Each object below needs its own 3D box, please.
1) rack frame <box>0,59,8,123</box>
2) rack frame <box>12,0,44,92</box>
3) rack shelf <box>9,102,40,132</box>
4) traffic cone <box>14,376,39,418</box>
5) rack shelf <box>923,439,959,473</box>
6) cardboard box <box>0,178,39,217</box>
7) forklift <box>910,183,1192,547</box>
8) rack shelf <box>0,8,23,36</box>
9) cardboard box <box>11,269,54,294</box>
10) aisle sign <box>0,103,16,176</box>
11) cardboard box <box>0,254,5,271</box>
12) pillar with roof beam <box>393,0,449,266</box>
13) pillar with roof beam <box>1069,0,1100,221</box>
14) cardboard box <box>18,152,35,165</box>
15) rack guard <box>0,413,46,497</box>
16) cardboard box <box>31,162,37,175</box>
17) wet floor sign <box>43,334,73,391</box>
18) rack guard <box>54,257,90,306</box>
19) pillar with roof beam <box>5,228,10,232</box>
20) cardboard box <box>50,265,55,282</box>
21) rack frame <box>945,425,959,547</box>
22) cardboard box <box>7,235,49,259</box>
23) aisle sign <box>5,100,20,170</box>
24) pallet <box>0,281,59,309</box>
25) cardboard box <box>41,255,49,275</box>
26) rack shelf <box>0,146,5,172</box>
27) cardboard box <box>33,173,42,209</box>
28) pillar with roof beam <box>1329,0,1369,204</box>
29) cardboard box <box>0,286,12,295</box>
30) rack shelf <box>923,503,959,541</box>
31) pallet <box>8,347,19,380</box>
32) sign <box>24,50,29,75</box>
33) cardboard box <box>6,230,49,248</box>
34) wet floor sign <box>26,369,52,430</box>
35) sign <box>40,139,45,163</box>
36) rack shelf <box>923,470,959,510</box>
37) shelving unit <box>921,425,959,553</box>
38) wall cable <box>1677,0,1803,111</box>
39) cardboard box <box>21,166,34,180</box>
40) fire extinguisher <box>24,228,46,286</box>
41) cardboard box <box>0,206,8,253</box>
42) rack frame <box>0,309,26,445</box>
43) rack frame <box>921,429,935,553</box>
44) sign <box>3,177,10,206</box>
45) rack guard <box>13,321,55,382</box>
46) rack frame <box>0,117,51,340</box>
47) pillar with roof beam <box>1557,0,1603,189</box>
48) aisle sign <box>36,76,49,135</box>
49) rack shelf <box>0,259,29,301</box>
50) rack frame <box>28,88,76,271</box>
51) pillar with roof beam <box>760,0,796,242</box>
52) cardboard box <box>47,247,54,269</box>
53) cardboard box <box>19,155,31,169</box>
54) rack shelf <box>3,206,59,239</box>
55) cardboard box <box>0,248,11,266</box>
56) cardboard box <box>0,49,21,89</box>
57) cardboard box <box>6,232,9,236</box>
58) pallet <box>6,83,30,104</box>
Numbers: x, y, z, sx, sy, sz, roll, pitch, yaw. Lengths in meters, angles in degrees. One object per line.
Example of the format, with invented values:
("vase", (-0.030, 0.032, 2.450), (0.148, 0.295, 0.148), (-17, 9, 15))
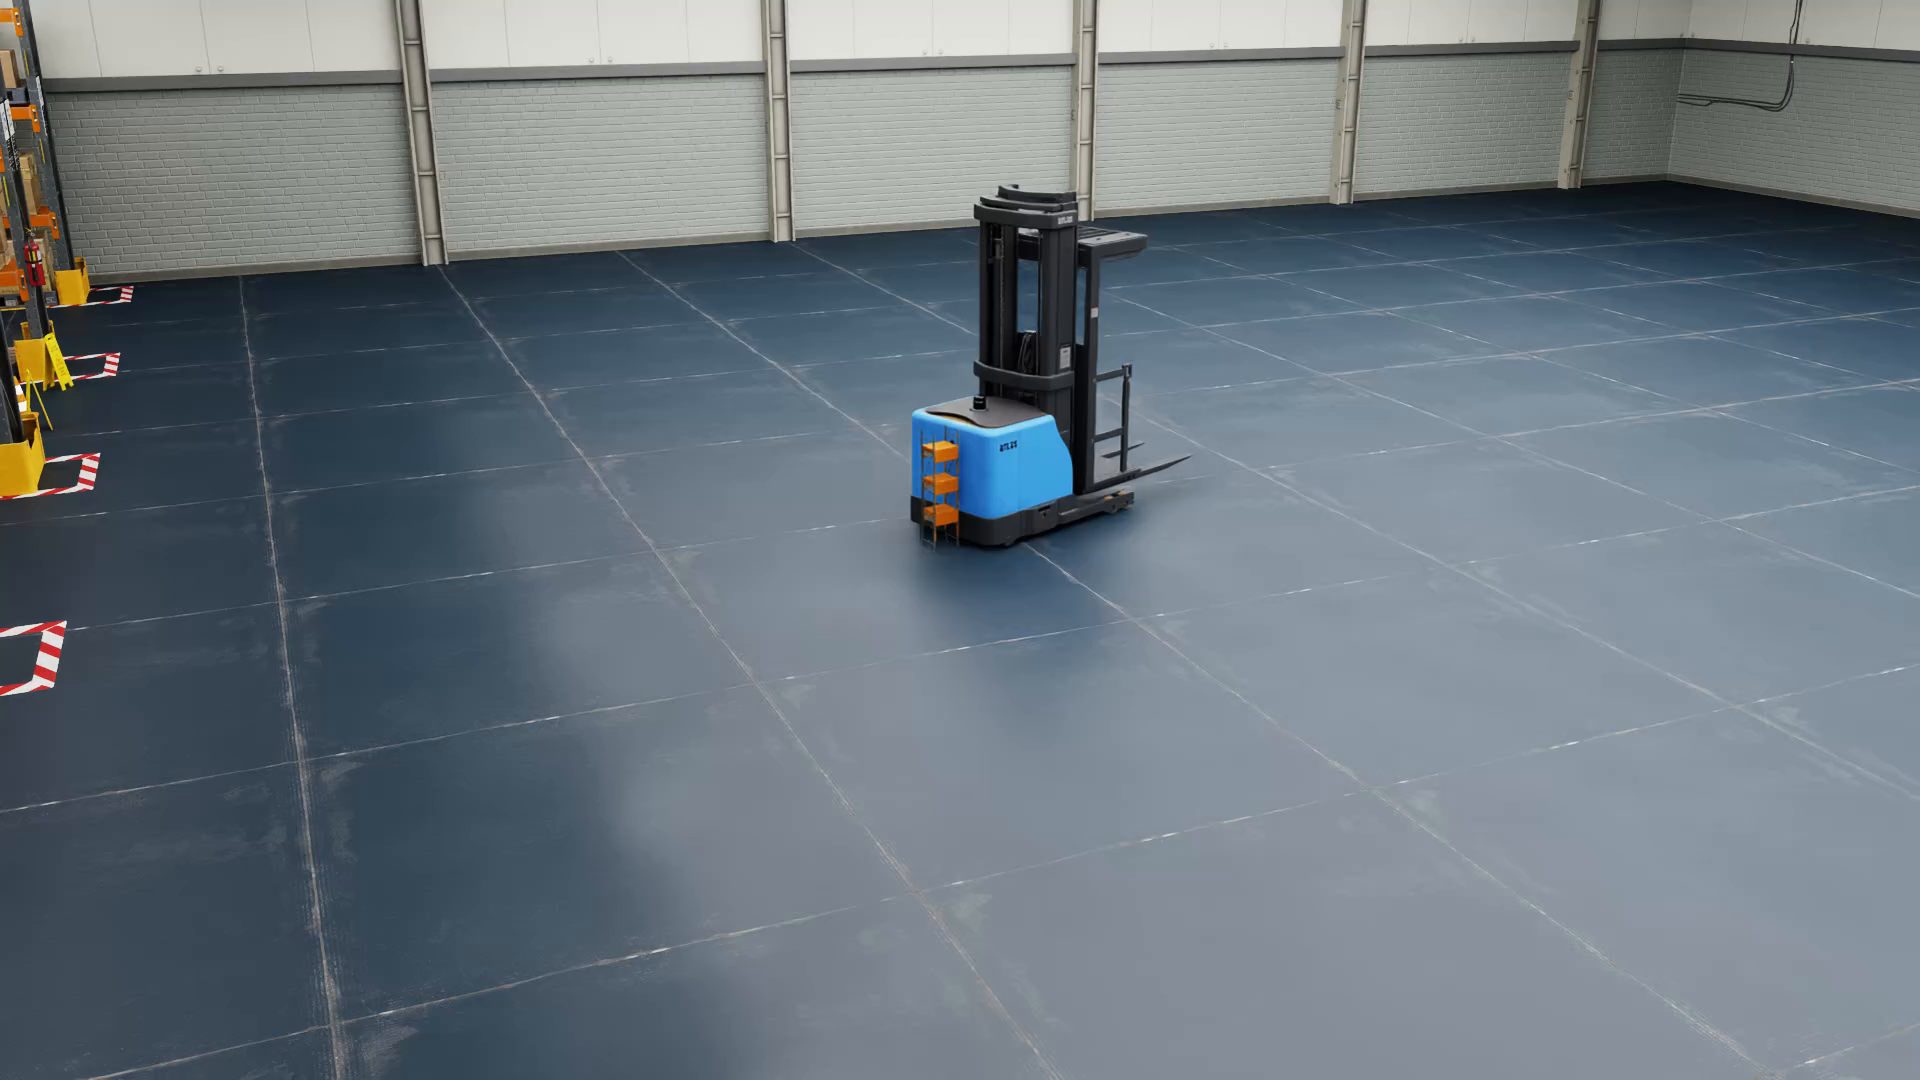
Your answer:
("rack frame", (-11.231, -6.337, 18.970), (0.127, 3.000, 1.000), (-8, 21, -22))
("rack frame", (-13.200, -7.850, 23.267), (0.127, 3.000, 1.000), (-8, 21, -22))
("rack shelf", (-15.037, -5.833, 23.138), (4.000, 0.370, 1.077), (-8, 21, -22))
("traffic cone", (-10.363, -1.567, 18.275), (0.334, 0.463, 0.336), (-8, 21, -22))
("rack shelf", (-0.170, -0.693, 14.086), (0.240, 0.259, 0.215), (-13, 23, -33))
("cardboard box", (-13.548, -4.923, 23.836), (0.500, 0.500, 0.500), (-9, 21, -23))
("forklift", (0.960, -1.727, 15.015), (3.031, 2.935, 1.130), (-18, 26, -42))
("rack shelf", (-15.037, -7.059, 22.706), (4.000, 0.370, 1.077), (-8, 21, -22))
("cardboard box", (-13.506, -3.763, 24.201), (0.500, 0.250, 0.500), (-8, 21, -22))
("aisle sign", (-11.059, -4.653, 19.306), (0.004, 0.787, 0.394), (-8, 21, -22))
("cardboard box", (-11.489, -3.274, 19.683), (0.250, 0.149, 0.380), (-7, 21, -20))
("pillar with roof beam", (-6.982, -7.510, 22.301), (0.400, 9.000, 9.100), (-8, 21, -22))
("pillar with roof beam", (4.037, -9.088, 26.784), (0.400, 9.000, 9.100), (-8, 21, -22))
("cardboard box", (-13.593, -5.535, 24.150), (0.250, 0.149, 0.380), (-9, 21, -23))
("rack guard", (-9.155, -0.835, 16.141), (0.348, 0.500, 1.175), (-8, 21, -22))
("cardboard box", (-13.614, -5.408, 24.237), (0.250, 0.149, 0.380), (-9, 21, -23))
("wet floor sign", (-10.632, -2.095, 19.501), (0.232, 0.644, 0.267), (-1, 19, -3))
("rack guard", (-13.178, -3.844, 24.688), (0.348, 0.500, 1.175), (-8, 21, -22))
("pillar with roof beam", (-12.491, -6.720, 20.059), (0.400, 9.000, 9.100), (-8, 21, -22))
("cardboard box", (-13.729, -3.916, 24.637), (0.500, 0.250, 0.500), (-8, 21, -22))
("rack frame", (-0.070, -0.458, 14.242), (0.008, 1.050, 0.200), (-13, 23, -33))
("cardboard box", (-13.499, -4.237, 24.042), (0.500, 0.250, 0.500), (-7, 21, -20))
("aisle sign", (-11.296, -4.836, 19.826), (0.004, 0.787, 0.394), (-8, 21, -22))
("pallet", (-13.886, -3.592, 24.405), (1.213, 0.211, 1.003), (-8, 21, -22))
("cardboard box", (-13.523, -3.998, 24.115), (0.500, 0.250, 0.500), (-8, 21, -23))
("rack shelf", (-13.067, -4.320, 18.840), (4.000, 0.370, 1.077), (-8, 21, -22))
("cardboard box", (-13.765, -5.087, 24.303), (0.500, 0.500, 0.500), (-7, 21, -20))
("pillar with roof beam", (9.546, -9.878, 29.026), (0.400, 9.000, 9.100), (-8, 21, -22))
("cardboard box", (-13.967, -3.701, 24.024), (0.500, 0.250, 0.500), (-8, 21, -22))
("rack shelf", (-0.170, -0.163, 14.272), (0.240, 0.259, 0.215), (-13, 23, -33))
("pallet", (-12.060, -2.086, 20.128), (1.213, 0.211, 1.003), (-8, 21, -22))
("sign", (-12.998, -6.648, 23.157), (0.005, 0.325, 0.100), (-8, 21, -22))
("cardboard box", (-13.716, -4.388, 24.469), (0.500, 0.250, 0.500), (-8, 21, -23))
("wet floor sign", (-9.935, -1.508, 17.833), (0.232, 0.644, 0.267), (-12, 23, -31))
("sign", (-12.998, -5.511, 23.557), (0.005, 0.325, 0.100), (-8, 21, -22))
("rack shelf", (-0.170, -0.425, 14.180), (0.240, 0.259, 0.215), (-13, 23, -33))
("shelving unit", (-0.170, -0.435, 14.177), (0.252, 1.050, 0.215), (-13, 23, -33))
("wall cable", (16.579, -10.499, 35.467), (0.112, 2.526, 3.097), (-8, 21, -22))
("cardboard box", (-13.407, -5.242, 23.767), (0.250, 0.149, 0.380), (-8, 21, -21))
("fire extinguisher", (-10.943, -3.345, 19.623), (0.183, 0.674, 0.296), (-8, 21, -22))
("cardboard box", (-11.775, -3.717, 19.963), (0.500, 0.500, 0.500), (-8, 21, -23))
("rack frame", (-9.177, -2.011, 15.717), (0.127, 3.000, 1.000), (-8, 21, -22))
("rack frame", (-0.270, -0.412, 14.111), (0.008, 1.050, 0.200), (-13, 23, -33))
("sign", (-11.029, -4.030, 19.233), (0.005, 0.325, 0.100), (-8, 21, -22))
("rack guard", (-11.300, -2.318, 20.353), (0.348, 0.500, 1.175), (-8, 21, -22))
("rack frame", (-11.231, -3.507, 19.966), (0.127, 3.000, 1.000), (-8, 21, -22))
("pillar with roof beam", (15.055, -10.667, 31.268), (0.400, 9.000, 9.100), (-8, 21, -22))
("aisle sign", (-13.023, -6.166, 23.602), (0.004, 0.787, 0.394), (-8, 21, -22))
("rack shelf", (-13.067, -2.905, 19.338), (4.000, 0.370, 1.077), (-8, 21, -22))
("rack frame", (-13.200, -5.020, 24.264), (0.127, 3.000, 1.000), (-8, 21, -22))
("pillar with roof beam", (-1.473, -8.299, 24.543), (0.400, 9.000, 9.100), (-8, 21, -22))
("cardboard box", (-13.714, -4.159, 24.572), (0.500, 0.250, 0.500), (-8, 21, -21))
("cardboard box", (-13.446, -5.402, 23.774), (0.250, 0.149, 0.380), (-8, 21, -22))
("rack shelf", (-15.037, -4.418, 23.636), (4.000, 0.370, 1.077), (-8, 21, -22))
("cardboard box", (-11.624, -3.407, 20.060), (0.250, 0.149, 0.380), (-8, 21, -22))
("cardboard box", (-13.510, -6.595, 23.286), (0.500, 0.500, 0.500), (-7, 21, -20))
("cardboard box", (-14.174, -4.321, 24.279), (0.500, 0.250, 0.500), (-8, 21, -22))
("pallet", (-13.860, -6.308, 23.539), (1.213, 0.211, 1.003), (-8, 21, -22))
